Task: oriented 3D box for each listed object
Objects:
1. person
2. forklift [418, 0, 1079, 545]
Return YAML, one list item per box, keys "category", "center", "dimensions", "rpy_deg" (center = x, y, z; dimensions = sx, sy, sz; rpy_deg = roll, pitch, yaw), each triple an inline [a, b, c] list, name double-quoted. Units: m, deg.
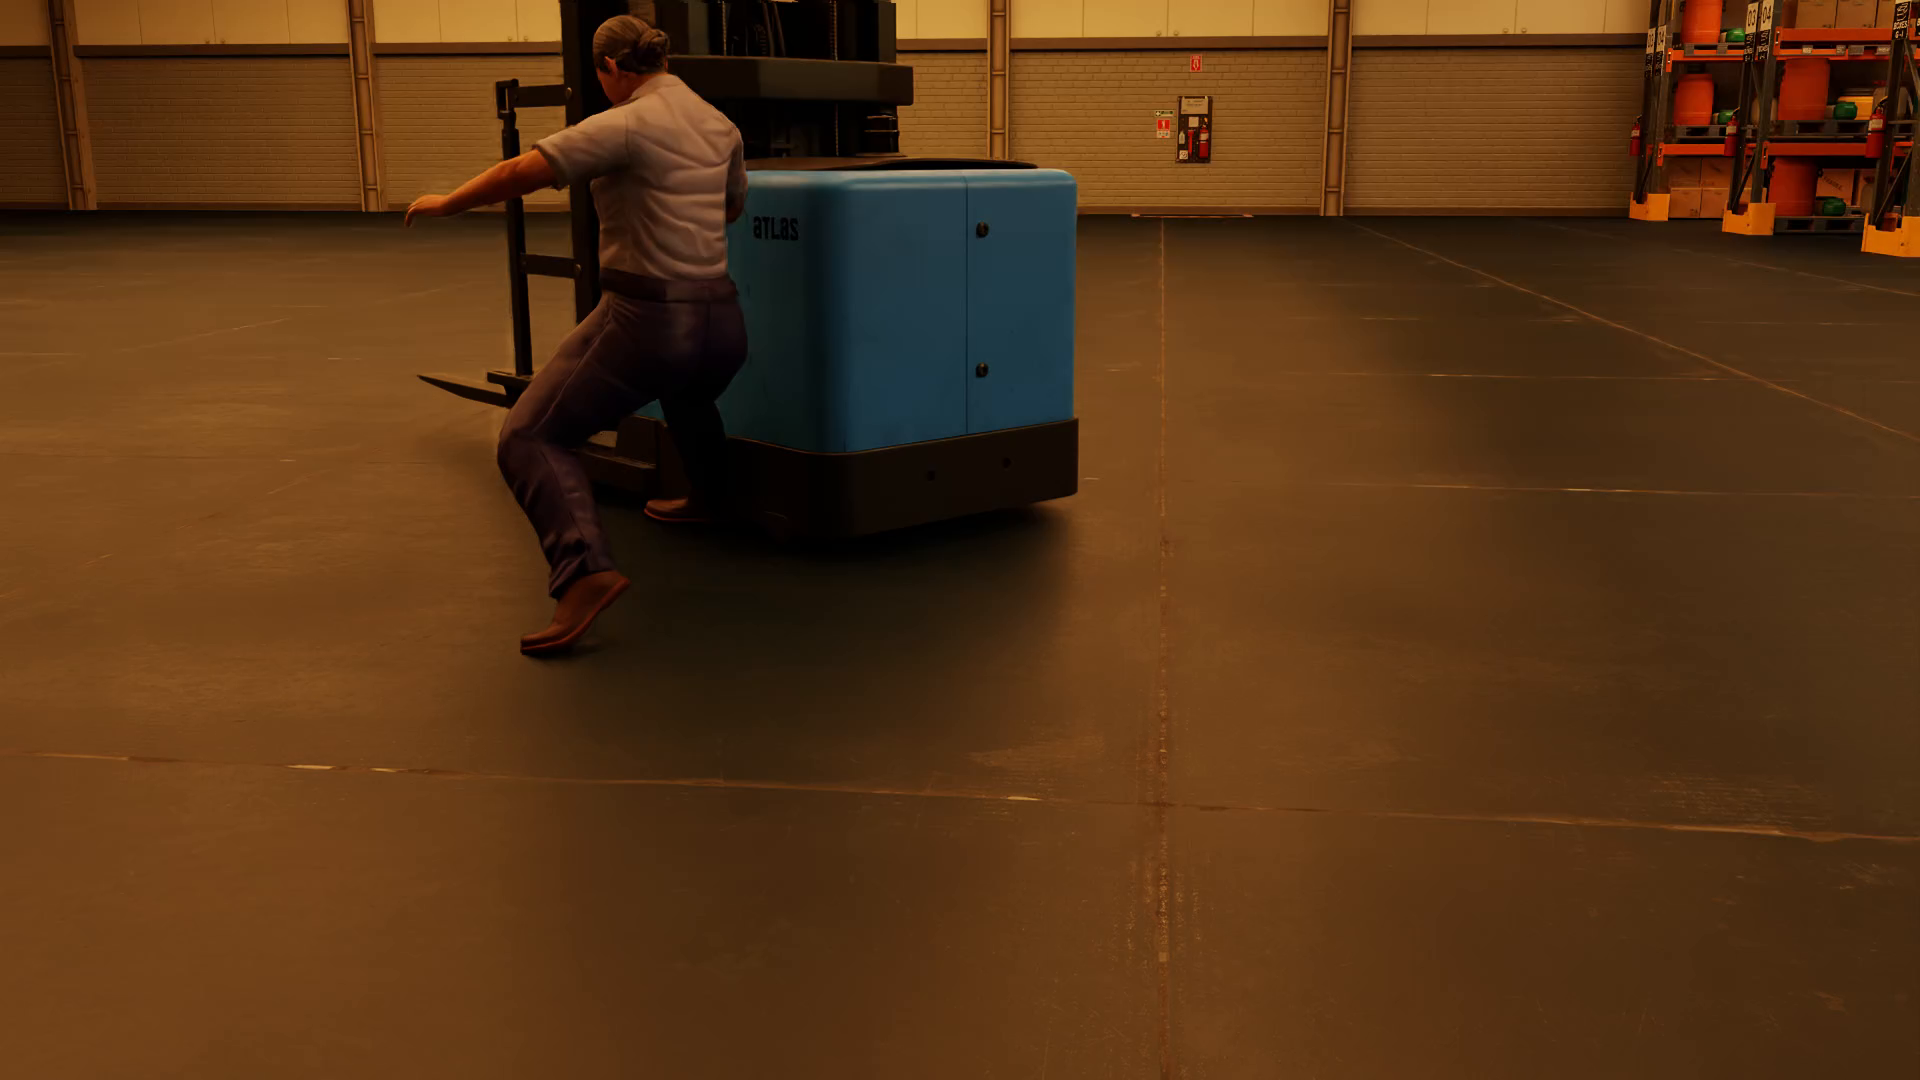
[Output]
- category: "person"
  center: [-0.894, -0.589, 4.300]
  dimensions: [0.815, 1.469, 1.245]
  rpy_deg: [8, 16, 32]
- category: "forklift"
  center: [-0.985, -1.687, 5.722]
  dimensions: [1.130, 2.935, 3.031]
  rpy_deg: [-12, 17, -41]
